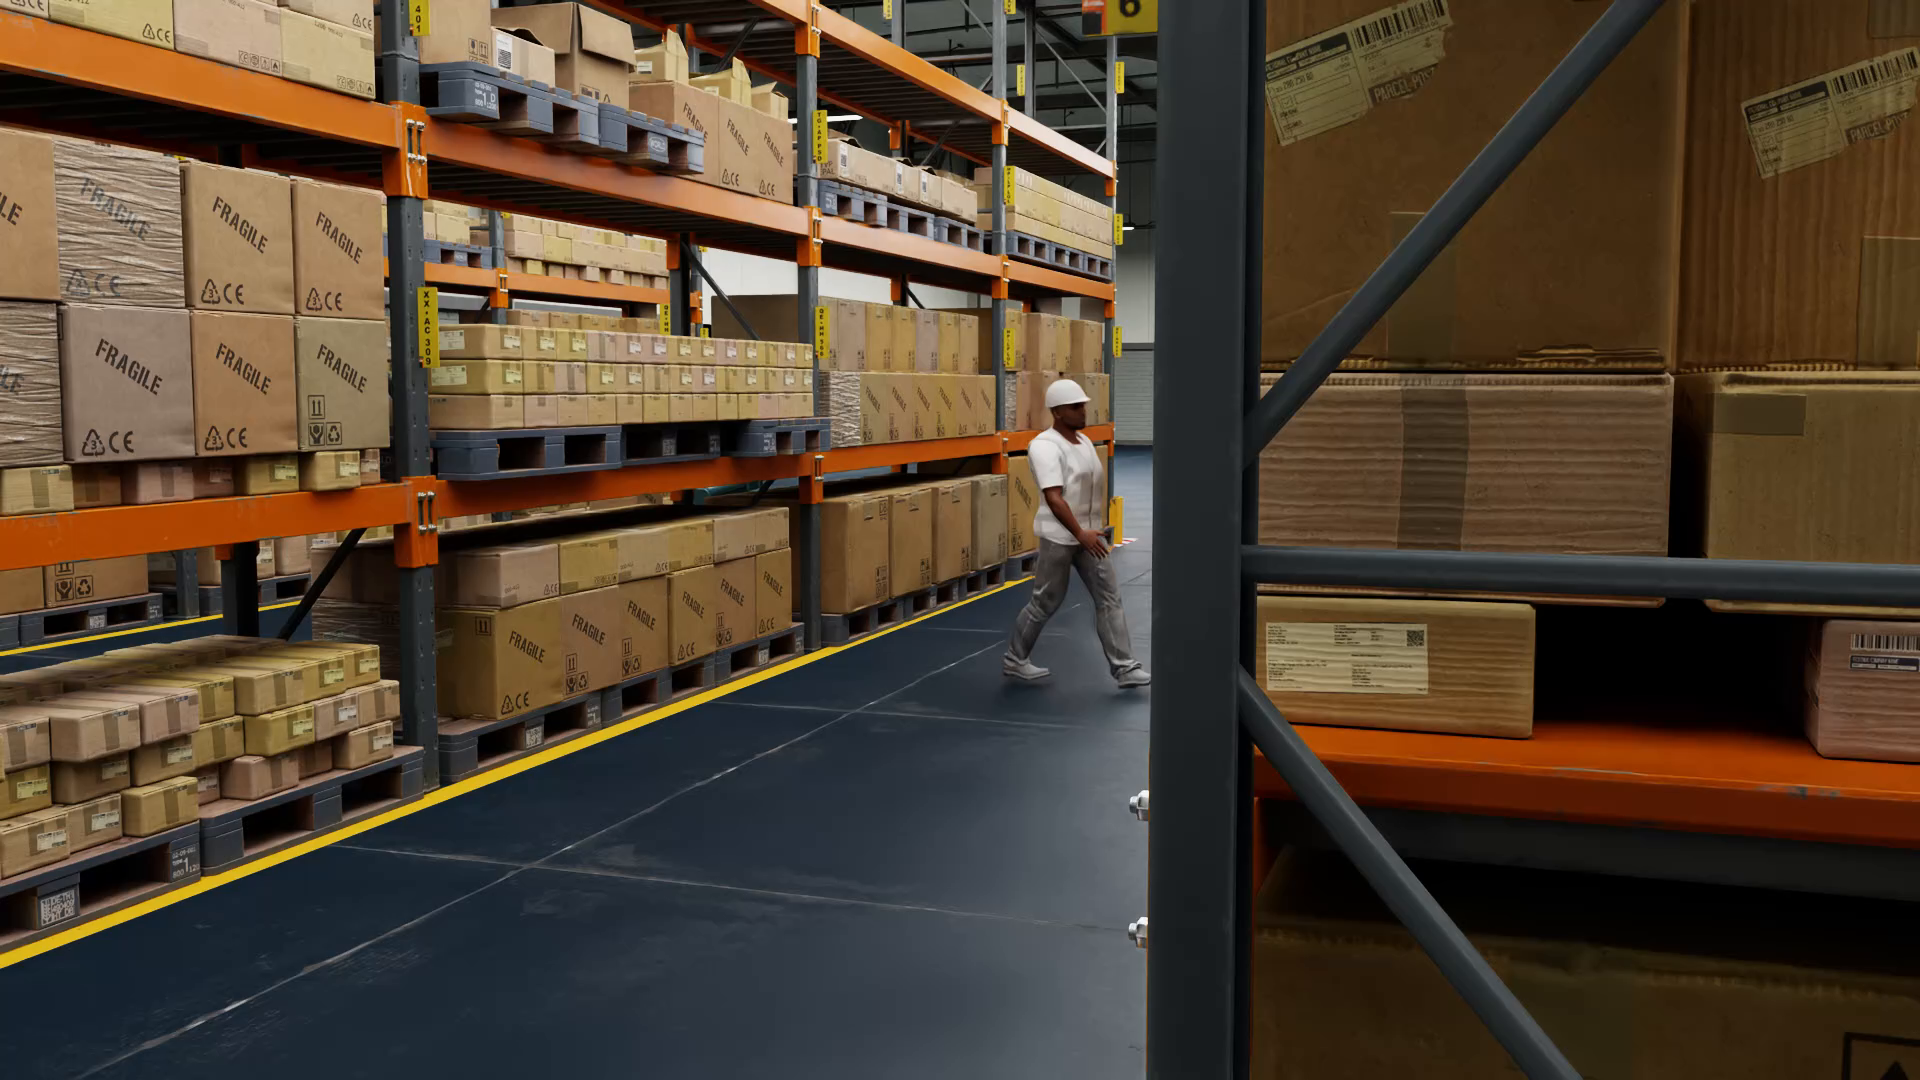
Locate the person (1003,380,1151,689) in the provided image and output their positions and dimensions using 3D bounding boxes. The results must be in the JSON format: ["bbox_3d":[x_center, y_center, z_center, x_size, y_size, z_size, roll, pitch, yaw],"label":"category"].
[{"bbox_3d":[0.657,-0.025,9.245,0.980,1.725,0.585,4,7,40],"label":"person"}]
